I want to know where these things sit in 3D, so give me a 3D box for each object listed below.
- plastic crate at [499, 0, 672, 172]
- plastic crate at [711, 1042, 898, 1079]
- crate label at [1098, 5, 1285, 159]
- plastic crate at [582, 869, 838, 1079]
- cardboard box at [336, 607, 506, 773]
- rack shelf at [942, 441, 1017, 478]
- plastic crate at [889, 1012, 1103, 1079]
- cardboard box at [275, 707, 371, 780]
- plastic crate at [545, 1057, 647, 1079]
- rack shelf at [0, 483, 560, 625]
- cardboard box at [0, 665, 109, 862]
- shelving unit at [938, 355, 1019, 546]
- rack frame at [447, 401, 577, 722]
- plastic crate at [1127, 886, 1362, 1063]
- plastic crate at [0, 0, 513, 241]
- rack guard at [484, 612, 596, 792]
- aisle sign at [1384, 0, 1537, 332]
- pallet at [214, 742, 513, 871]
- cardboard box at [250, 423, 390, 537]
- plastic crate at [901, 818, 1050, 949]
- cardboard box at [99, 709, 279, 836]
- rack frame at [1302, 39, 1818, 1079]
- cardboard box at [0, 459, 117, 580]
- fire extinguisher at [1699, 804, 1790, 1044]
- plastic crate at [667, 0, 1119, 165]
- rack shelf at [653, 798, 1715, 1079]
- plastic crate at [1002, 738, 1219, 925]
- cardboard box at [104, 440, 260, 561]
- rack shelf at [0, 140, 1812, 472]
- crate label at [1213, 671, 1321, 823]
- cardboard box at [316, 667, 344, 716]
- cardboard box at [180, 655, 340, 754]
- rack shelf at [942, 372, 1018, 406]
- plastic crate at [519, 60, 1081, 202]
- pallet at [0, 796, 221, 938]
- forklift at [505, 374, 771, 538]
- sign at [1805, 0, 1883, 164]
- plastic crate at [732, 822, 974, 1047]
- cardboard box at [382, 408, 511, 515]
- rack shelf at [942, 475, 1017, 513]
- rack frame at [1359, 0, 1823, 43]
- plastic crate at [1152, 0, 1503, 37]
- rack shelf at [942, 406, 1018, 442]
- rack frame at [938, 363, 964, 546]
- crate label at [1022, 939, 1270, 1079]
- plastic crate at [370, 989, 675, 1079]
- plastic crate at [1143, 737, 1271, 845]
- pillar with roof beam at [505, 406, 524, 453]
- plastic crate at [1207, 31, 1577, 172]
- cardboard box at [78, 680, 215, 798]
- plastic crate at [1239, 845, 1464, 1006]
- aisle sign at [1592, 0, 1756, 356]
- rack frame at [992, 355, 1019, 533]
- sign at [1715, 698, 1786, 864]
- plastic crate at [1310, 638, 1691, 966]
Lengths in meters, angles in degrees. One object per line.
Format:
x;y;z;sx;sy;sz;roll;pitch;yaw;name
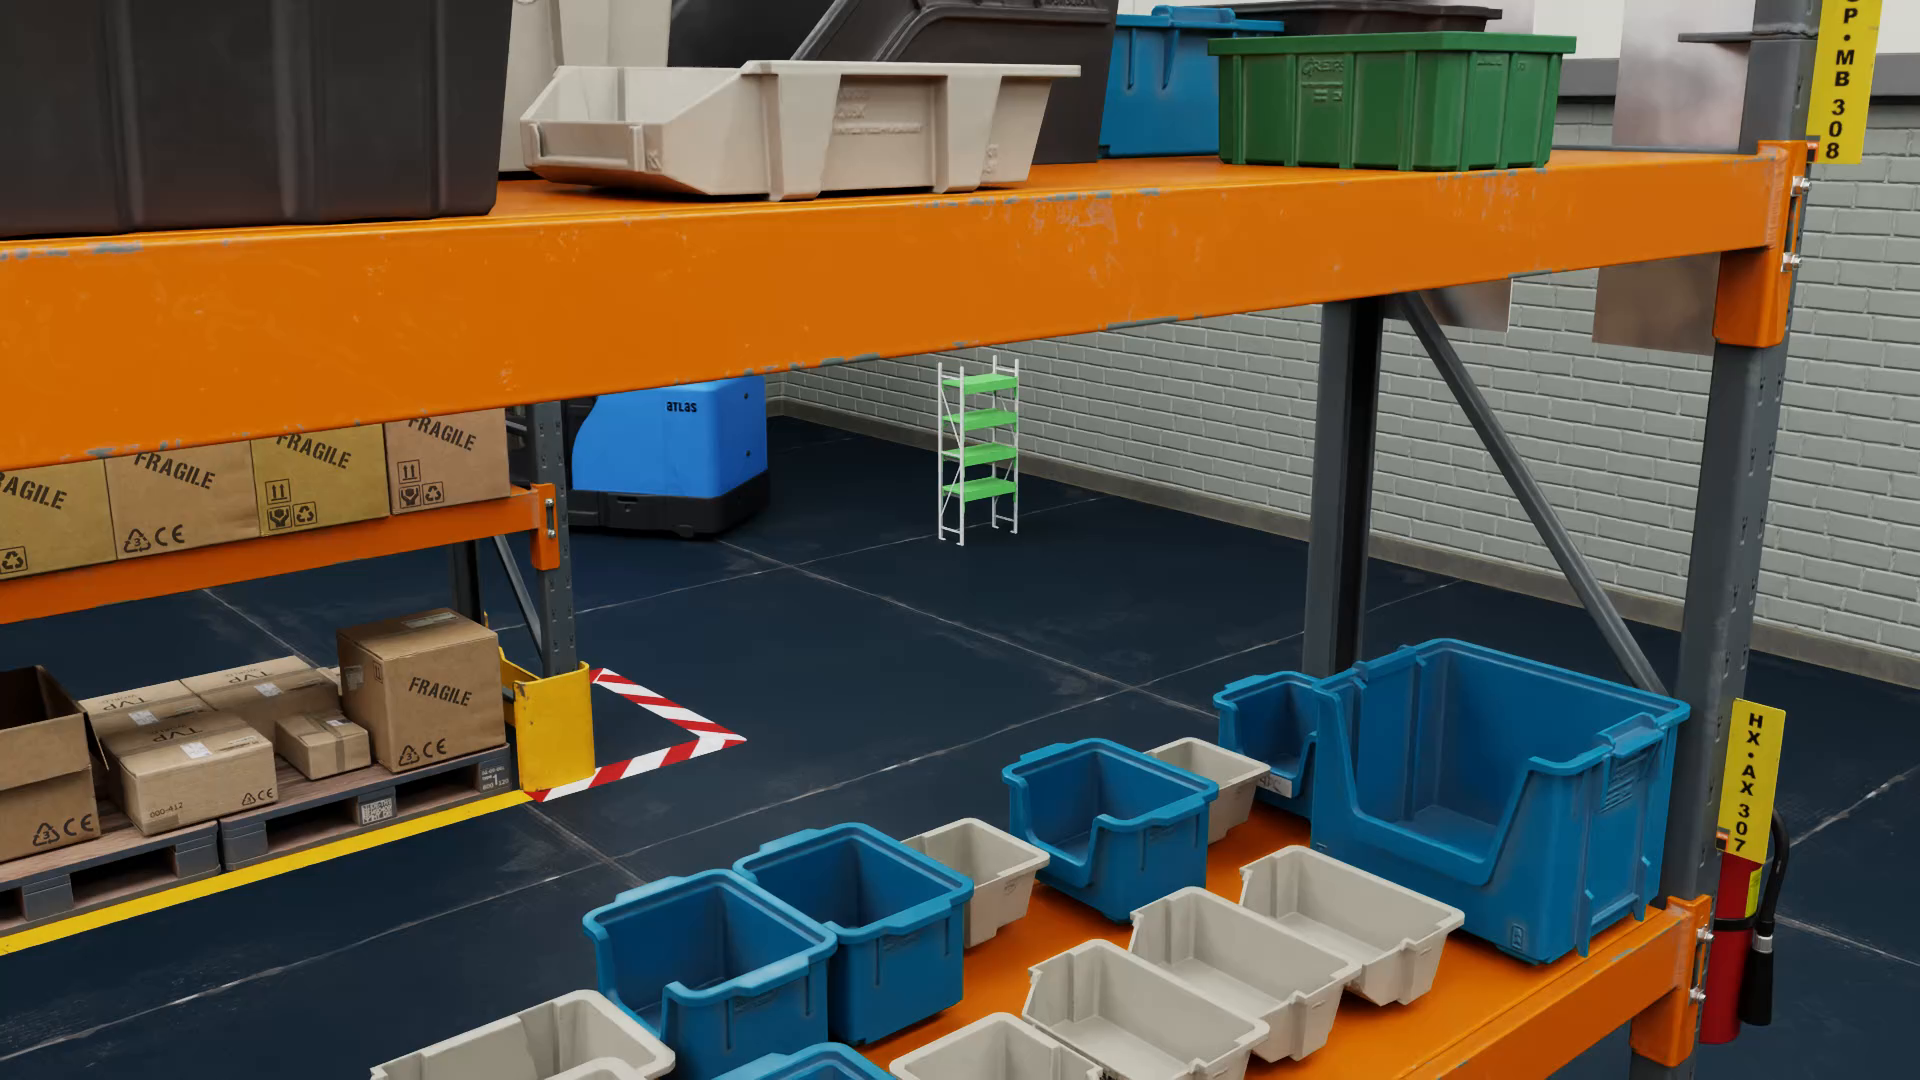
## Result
-0.672;-0.621;2.178;0.530;0.282;0.437;-13;19;-39;plastic crate
-0.178;0.906;2.255;0.300;0.233;0.416;-13;19;-39;plastic crate
0.294;-0.828;3.013;0.502;0.251;0.408;-13;19;-39;crate label
-0.419;0.759;2.802;0.300;0.233;0.416;-13;19;-39;plastic crate
-2.295;0.626;7.085;0.500;0.500;0.500;-13;19;-39;cardboard box
0.125;-0.546;11.217;0.480;0.148;0.258;-13;19;-39;rack shelf
0.073;0.880;2.539;0.250;0.136;0.298;-13;19;-39;plastic crate
-2.659;0.838;6.936;0.250;0.166;0.380;-13;19;-39;cardboard box
-0.542;0.939;2.036;0.530;0.282;0.437;-13;19;-39;plastic crate
-3.555;0.177;6.168;4.000;0.370;1.077;-13;19;-39;rack shelf
-3.650;0.843;6.267;0.637;0.503;0.797;-13;19;-39;cardboard box
0.125;-0.608;11.200;0.503;1.200;0.258;-13;19;-39;shelving unit
-2.046;-0.509;7.343;0.127;3.000;1.000;-13;19;-39;rack frame
0.478;0.774;2.935;0.243;0.136;0.396;-13;19;-39;plastic crate
-0.698;-0.410;1.412;0.590;0.269;0.497;-13;19;-39;plastic crate
-2.104;0.712;7.618;0.348;0.500;1.175;-13;19;-39;rack guard
1.062;-0.870;3.657;0.004;0.787;0.394;-13;19;-39;aisle sign
-2.704;0.986;7.149;1.213;0.211;1.003;-13;19;-39;pallet
-2.594;-0.340;6.516;0.500;0.500;0.500;-12;19;-39;cardboard box
-0.008;0.685;3.267;0.298;0.136;0.250;-13;19;-39;plastic crate
-3.031;0.902;6.536;0.500;0.250;0.500;-13;19;-39;cardboard box
1.203;0.456;3.731;0.127;3.000;1.000;-13;19;-39;rack frame
-3.355;-0.171;5.884;0.500;0.500;0.500;-13;20;-40;cardboard box
1.615;0.736;3.553;0.183;0.674;0.296;-13;19;-39;fire extinguisher
-0.130;-0.758;2.583;0.767;0.338;0.504;-13;19;-39;plastic crate
-0.306;1.142;2.555;4.000;0.370;1.077;-13;19;-39;rack shelf
0.304;0.597;3.410;0.300;0.233;0.416;-13;19;-39;plastic crate
-2.974;-0.256;6.204;0.500;0.500;0.500;-12;19;-39;cardboard box
-0.306;-0.307;2.168;4.000;0.370;1.077;-13;19;-39;rack shelf
0.800;0.486;3.828;0.303;0.233;0.416;-13;19;-39;crate label
-2.776;0.694;7.478;0.250;0.166;0.380;-13;19;-39;cardboard box
-3.020;0.728;7.186;0.500;0.250;0.500;-13;19;-39;cardboard box
0.125;-1.010;11.093;0.480;0.148;0.258;-13;19;-39;rack shelf
-0.193;-0.468;1.886;0.530;0.136;0.437;-13;19;-39;plastic crate
-3.624;1.192;6.379;1.213;0.211;1.003;-13;19;-39;pallet
-2.944;-1.617;11.625;3.031;2.935;1.130;4;15;14;forklift
1.576;-0.838;2.966;0.005;0.325;0.100;-13;19;-39;sign
-0.193;0.709;2.993;0.300;0.233;0.416;-13;19;-39;plastic crate
-2.205;-0.428;6.848;0.500;0.500;0.500;-12;19;-38;cardboard box
0.125;-0.314;11.279;0.480;0.148;0.258;-13;19;-39;rack shelf
1.203;-2.442;2.956;0.127;3.000;1.000;-13;19;-39;rack frame
0.729;-0.919;3.319;0.590;0.269;0.497;-13;19;-39;plastic crate
0.125;-0.778;11.155;0.480;0.148;0.258;-13;19;-39;rack shelf
-0.059;-0.566;11.045;0.015;1.200;0.240;-13;19;-39;rack frame
0.284;0.826;2.740;0.243;0.136;0.396;-13;19;-39;crate label
-0.699;0.878;2.544;0.466;0.136;0.293;-13;19;-39;plastic crate
0.504;0.570;3.697;0.298;0.136;0.250;-13;19;-39;plastic crate
-1.006;-4.159;9.382;0.400;9.000;9.100;-13;19;-39;pillar with roof beam
0.646;-0.668;2.537;0.336;0.188;0.450;-13;19;-39;plastic crate
-3.397;0.813;6.869;0.500;0.250;0.500;-13;19;-39;cardboard box
0.706;0.728;3.108;0.243;0.136;0.396;-13;19;-39;plastic crate
1.449;-0.755;3.227;0.004;0.787;0.394;-13;19;-39;aisle sign
0.309;-0.649;11.355;0.015;1.200;0.240;-13;19;-39;rack frame
1.576;0.481;3.319;0.005;0.325;0.100;-13;19;-39;sign
1.073;0.503;3.370;0.499;0.435;0.616;-13;19;-39;plastic crate
